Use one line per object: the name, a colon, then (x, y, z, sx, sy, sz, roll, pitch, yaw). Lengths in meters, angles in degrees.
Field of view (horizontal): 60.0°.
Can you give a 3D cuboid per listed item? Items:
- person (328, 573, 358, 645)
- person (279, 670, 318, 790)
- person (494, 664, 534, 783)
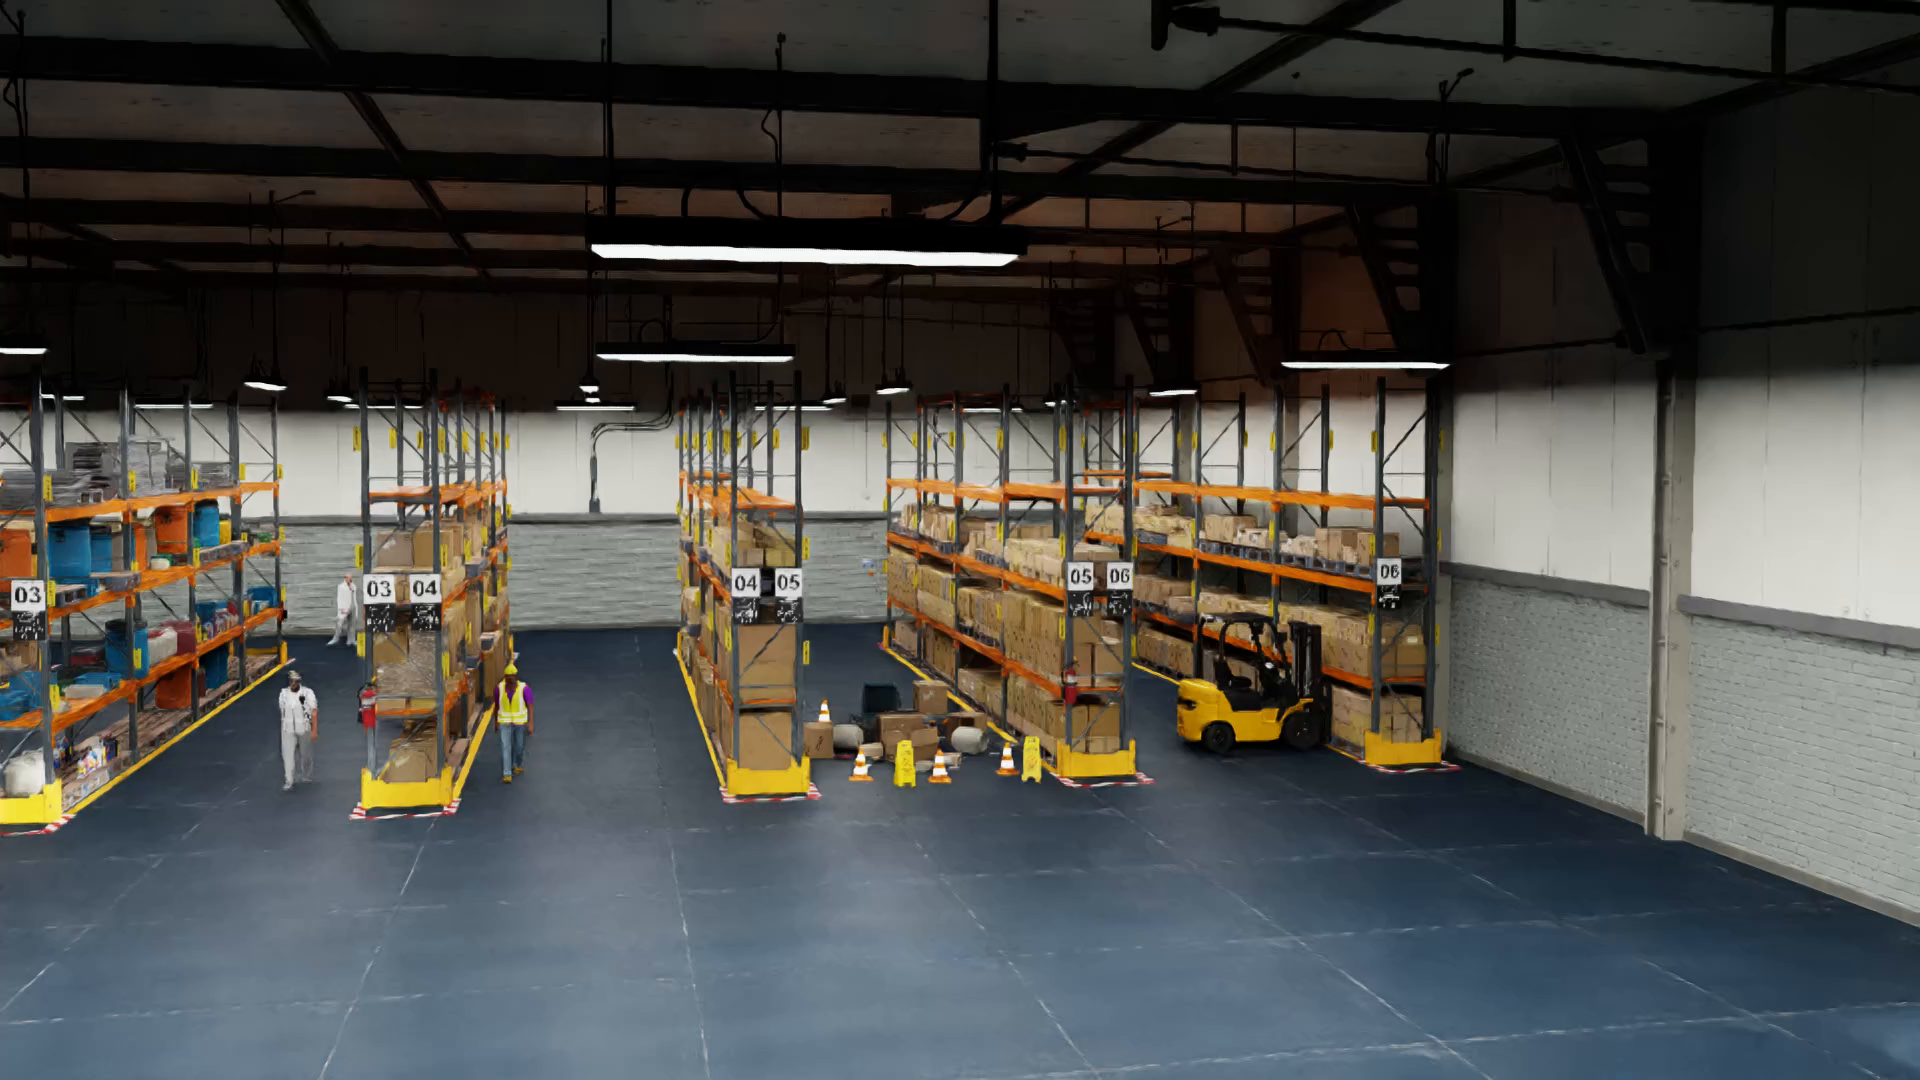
person: (-15.139, 1.689, 40.826, 0.504, 1.776, 0.767, 2, 4, 32)
person: (-9.553, 2.711, 24.018, 0.556, 1.712, 1.040, -1, 3, -13)
person: (-6.590, 2.684, 24.561, 0.591, 1.716, 1.042, -1, 3, -13)
